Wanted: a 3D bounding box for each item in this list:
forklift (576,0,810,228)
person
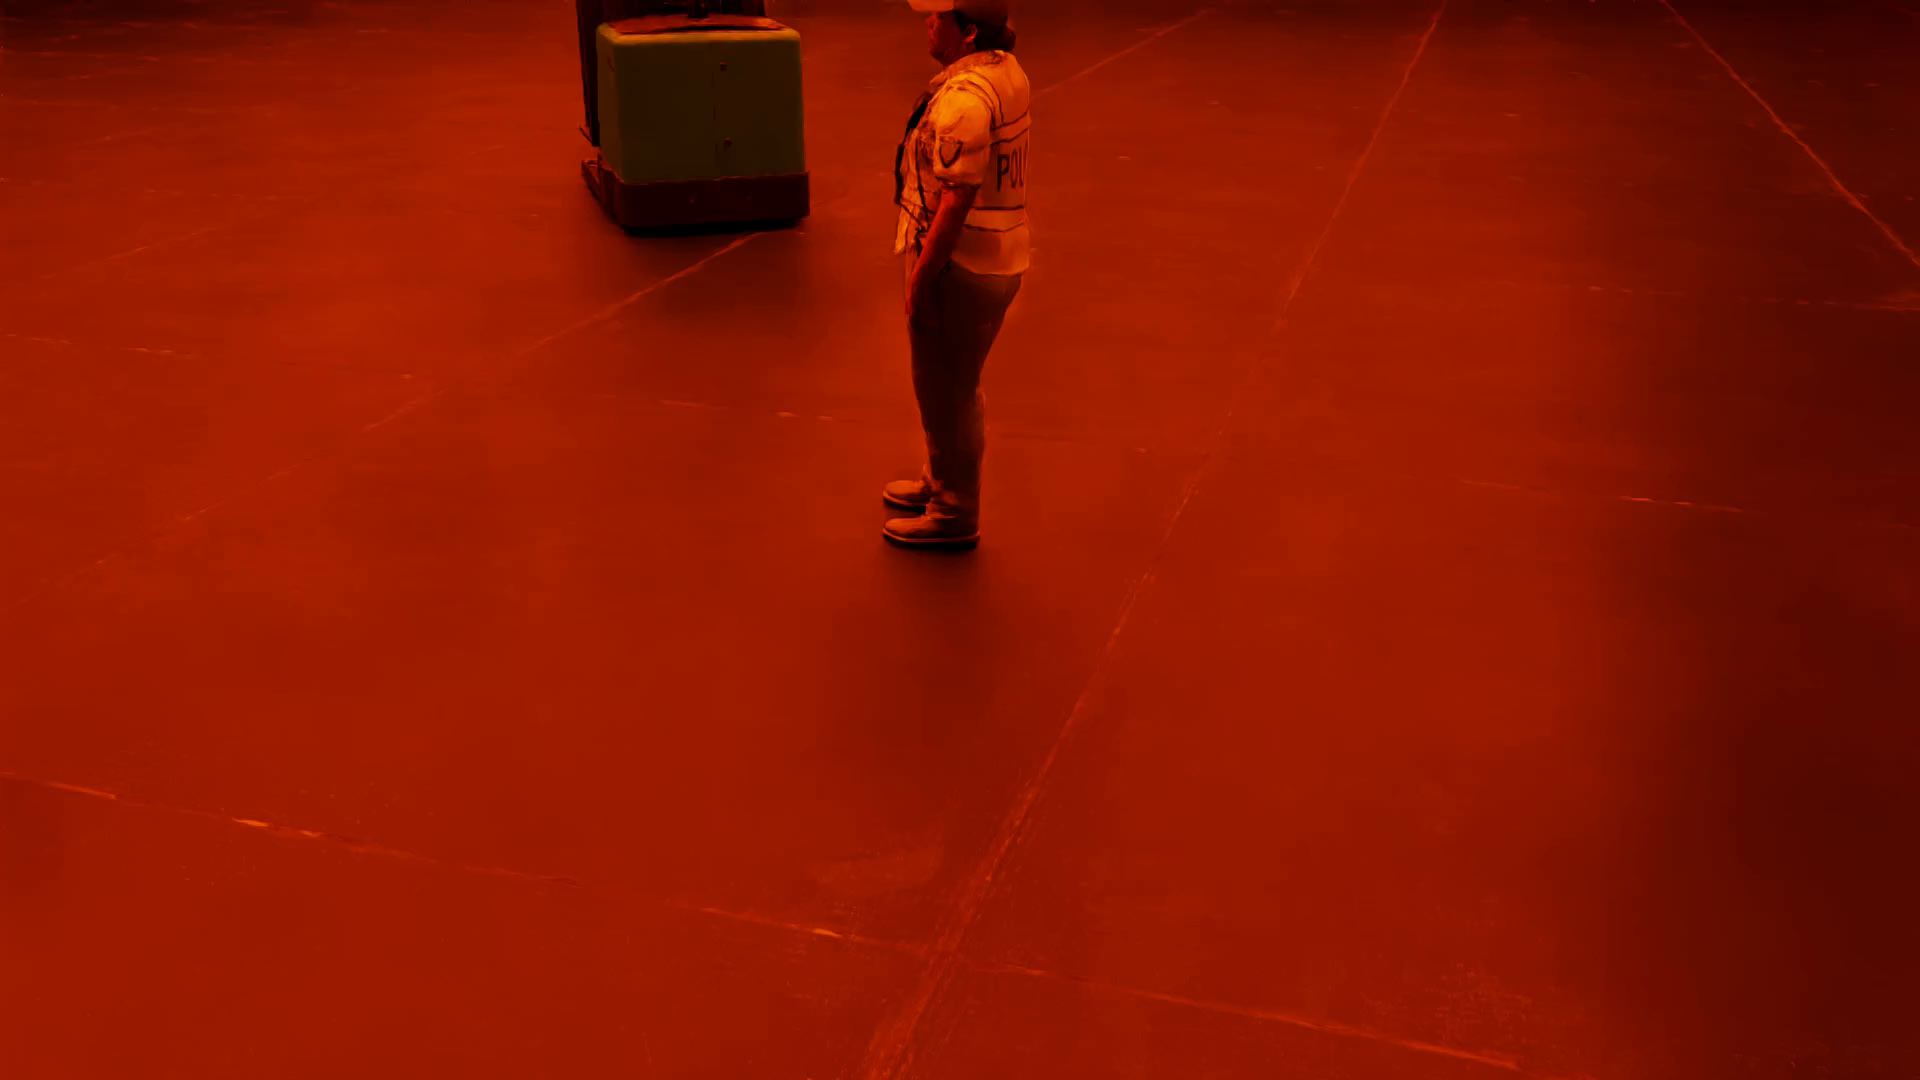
[{"bbox_3d":[-1.788,-3.597,9.993,1.130,2.935,3.031,-7,23,-17],"label":"forklift"},{"bbox_3d":[-0.066,-0.794,4.841,0.529,1.669,0.598,7,23,16],"label":"person"}]
